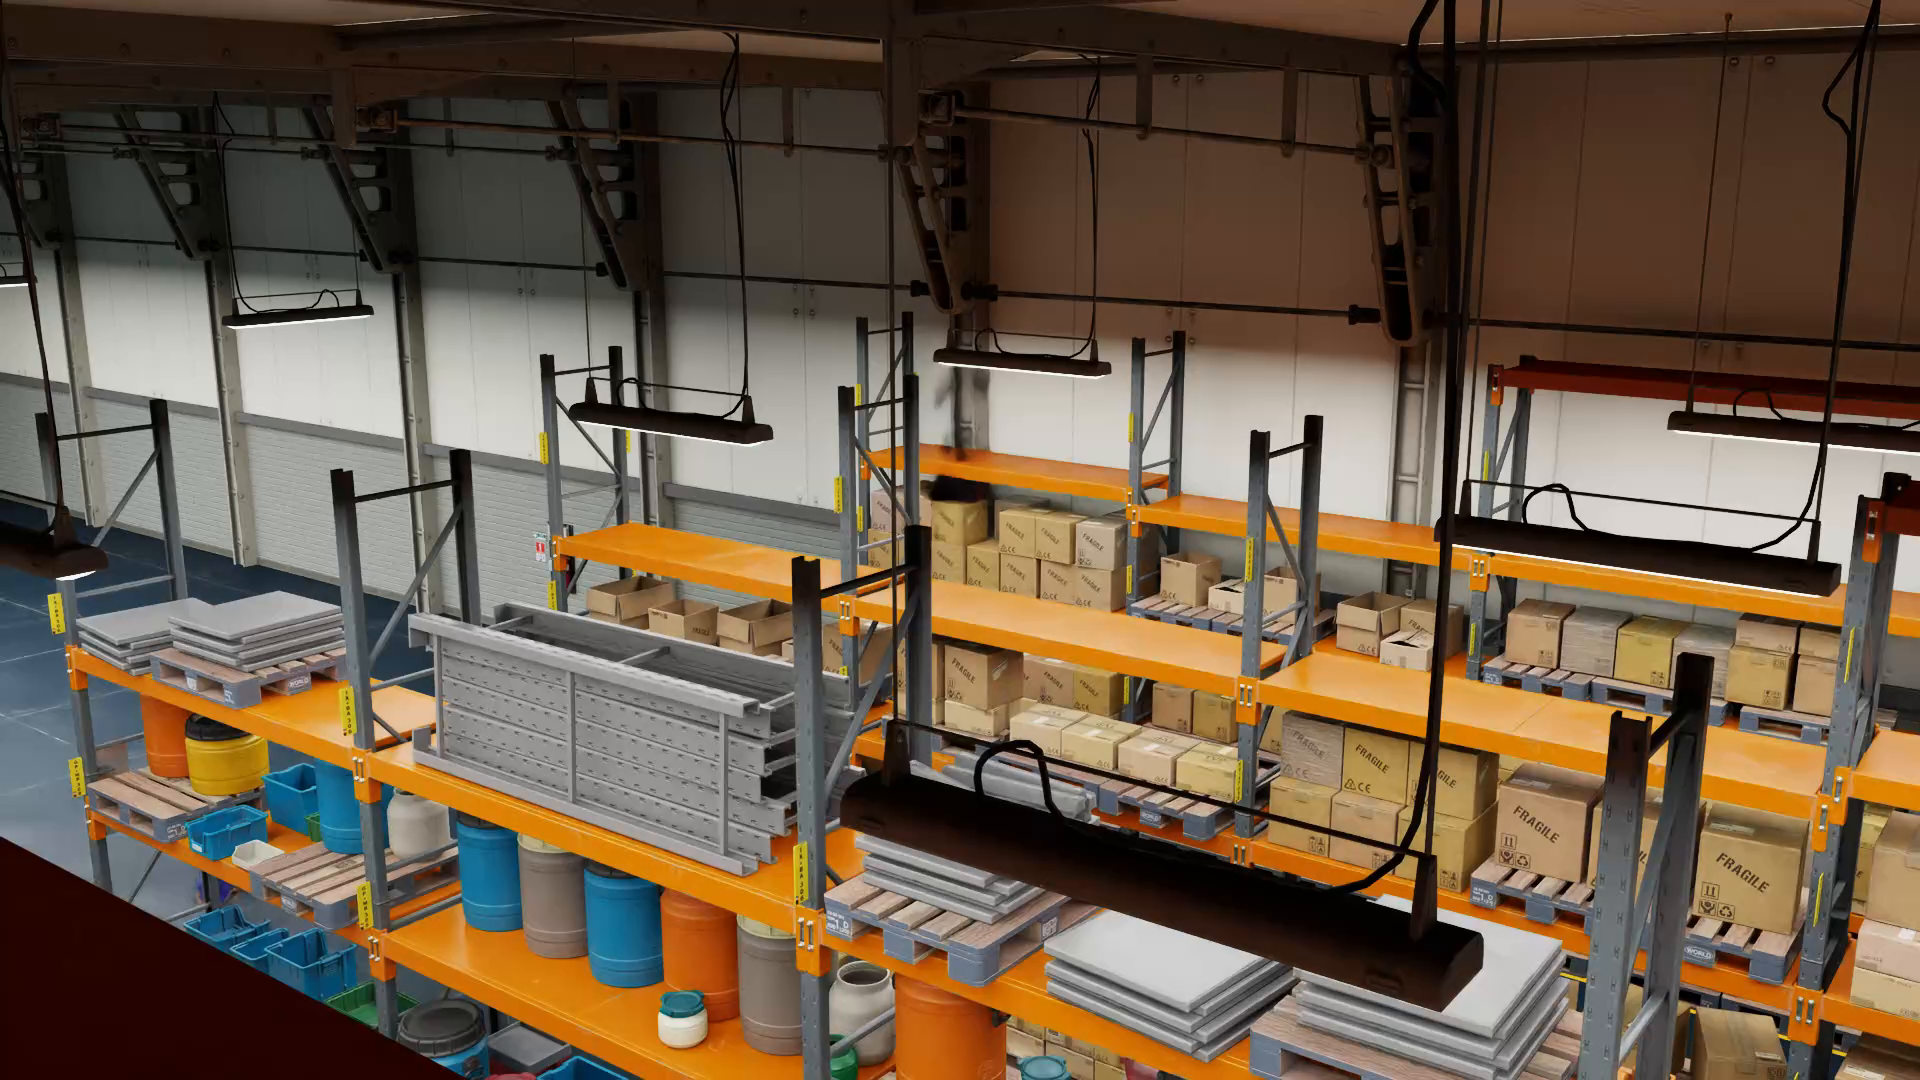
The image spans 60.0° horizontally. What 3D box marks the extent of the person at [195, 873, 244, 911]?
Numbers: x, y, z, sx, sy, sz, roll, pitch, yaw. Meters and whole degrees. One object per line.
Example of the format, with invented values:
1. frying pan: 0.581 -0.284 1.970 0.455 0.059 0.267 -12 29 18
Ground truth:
1. person: -7.076 3.677 16.025 0.865 1.566 0.621 1 13 4
